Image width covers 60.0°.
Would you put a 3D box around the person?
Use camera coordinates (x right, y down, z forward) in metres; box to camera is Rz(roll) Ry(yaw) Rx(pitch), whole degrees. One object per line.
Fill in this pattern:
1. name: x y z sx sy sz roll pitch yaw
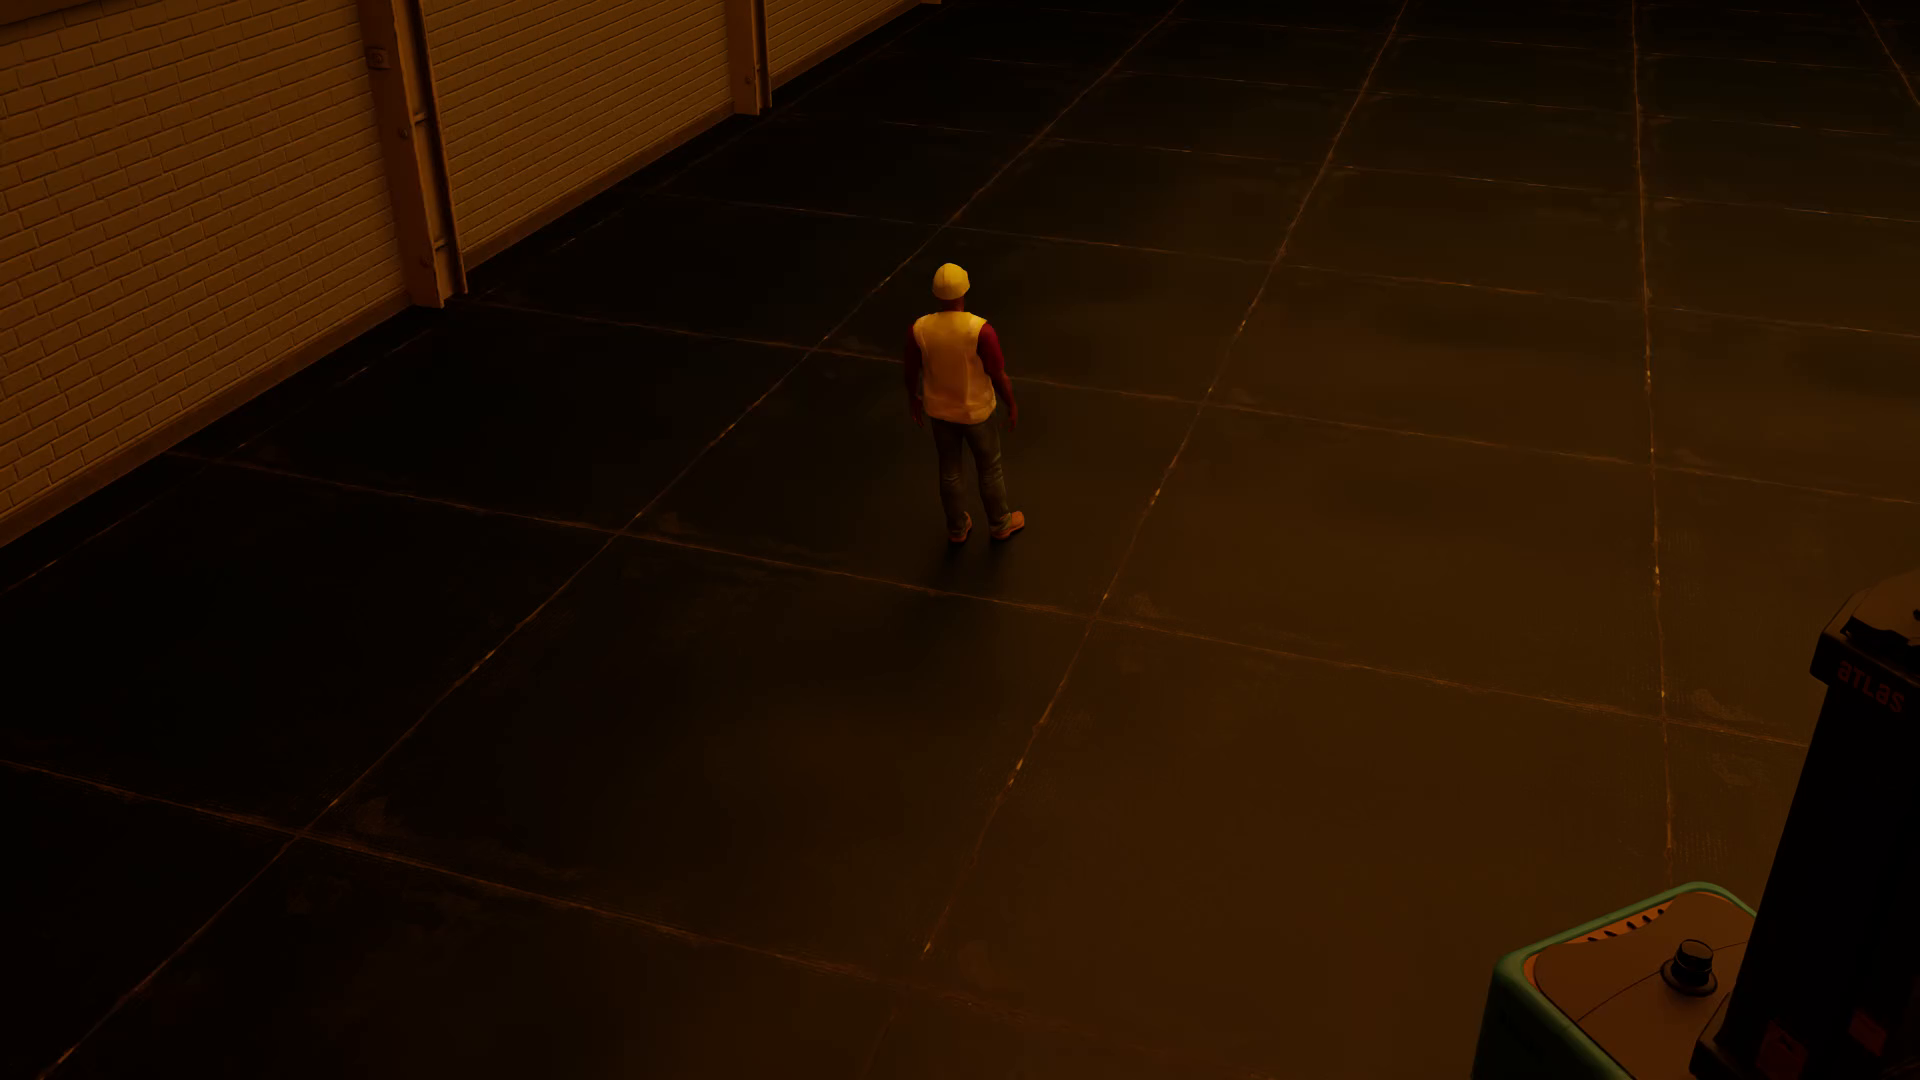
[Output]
1. person: 0.029 -0.805 9.710 0.665 1.766 0.576 10 31 16

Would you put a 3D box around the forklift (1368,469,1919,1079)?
1. forklift: 2.645 1.400 4.680 1.130 2.935 3.031 -13 32 -22
